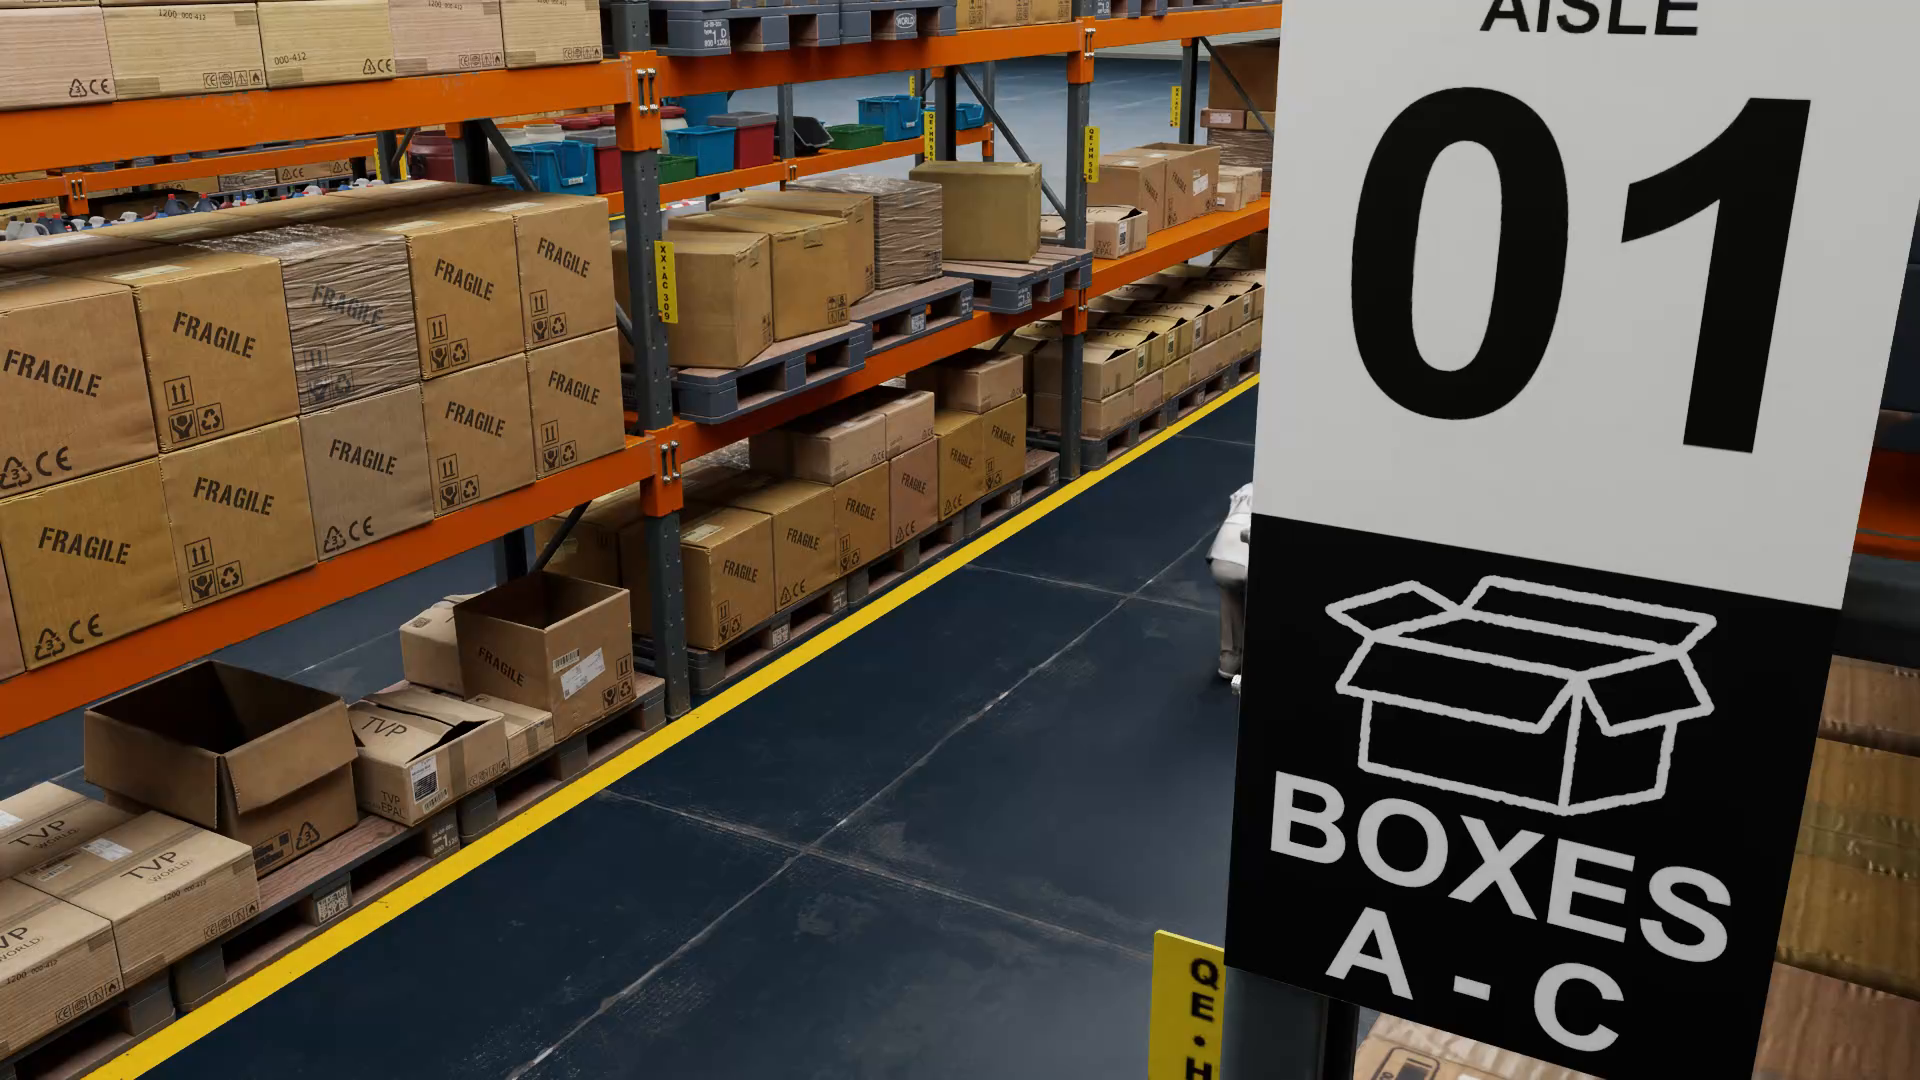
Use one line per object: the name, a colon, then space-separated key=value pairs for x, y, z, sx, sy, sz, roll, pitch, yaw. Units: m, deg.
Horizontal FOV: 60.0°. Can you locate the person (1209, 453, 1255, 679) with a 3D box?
person: x=1.439 y=0.061 z=7.706 sx=0.439 sy=1.127 sz=0.916 roll=9 pitch=22 yaw=25
